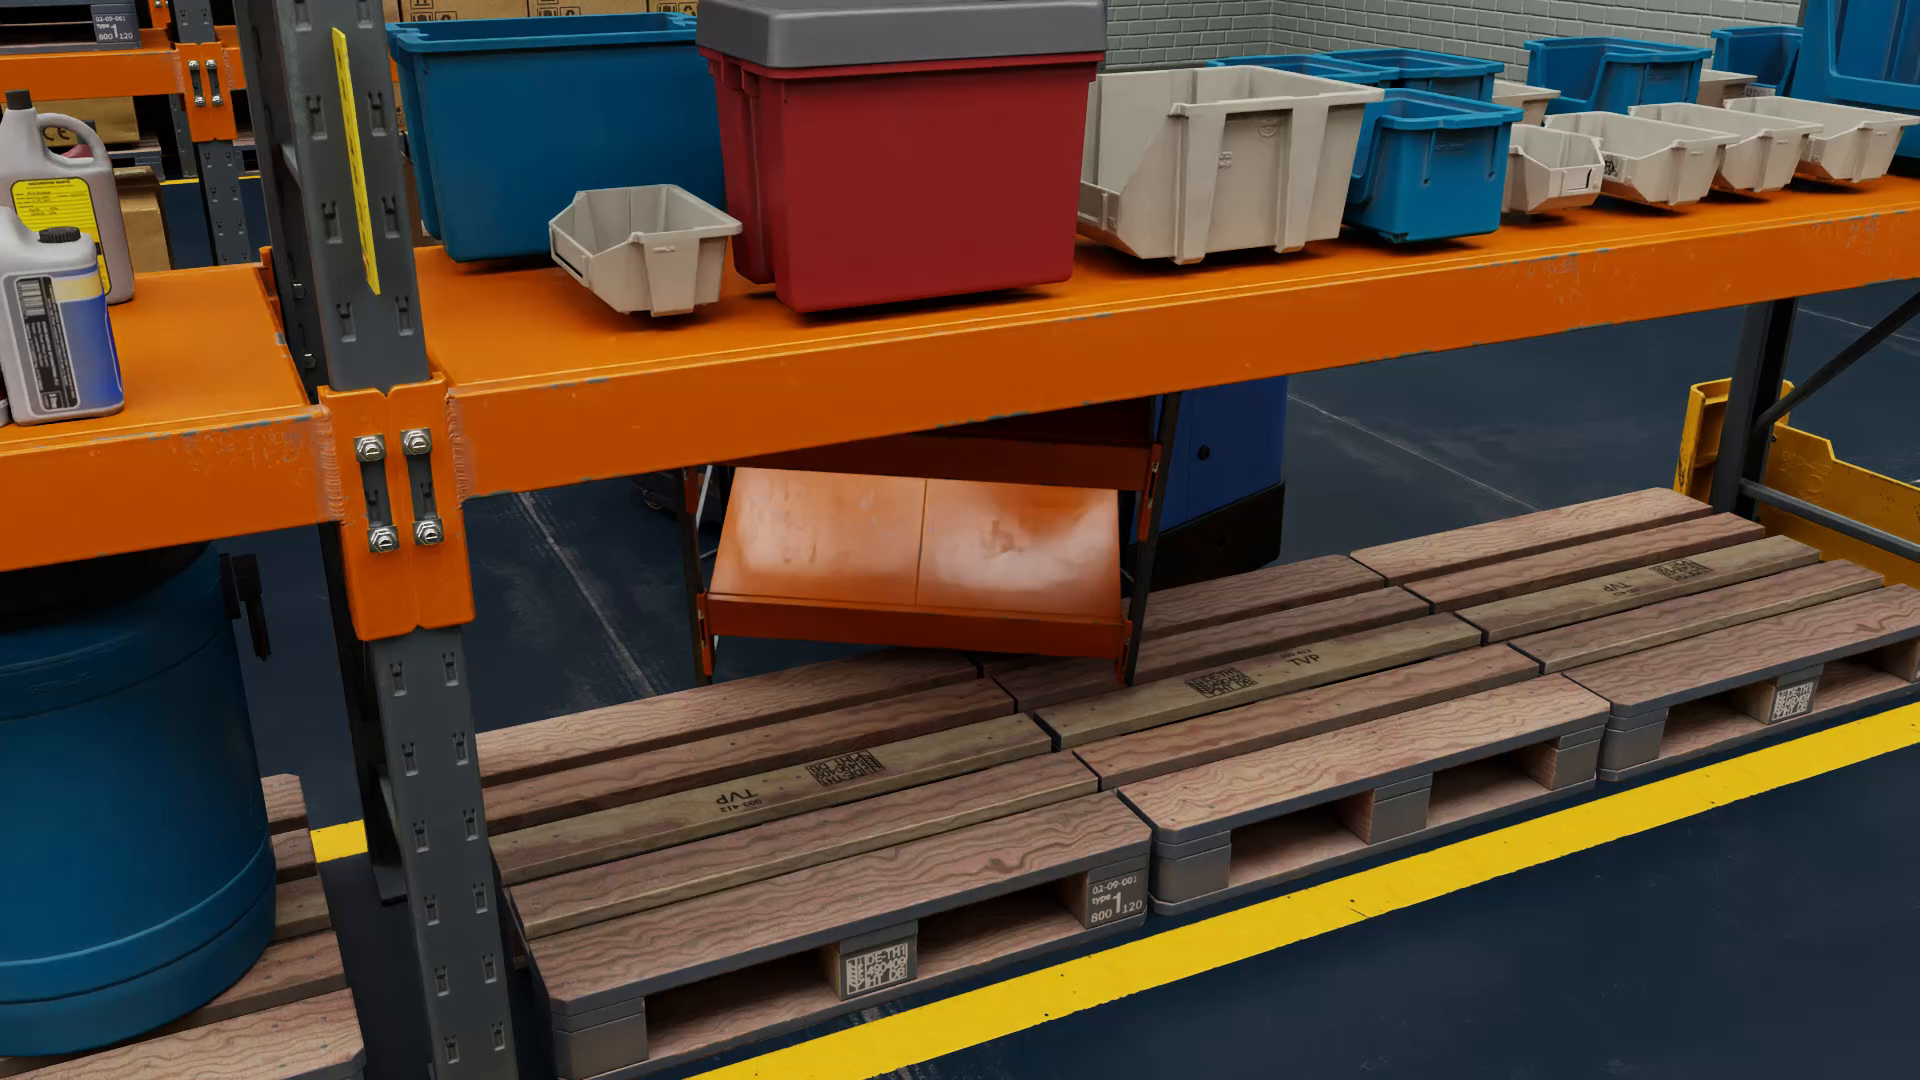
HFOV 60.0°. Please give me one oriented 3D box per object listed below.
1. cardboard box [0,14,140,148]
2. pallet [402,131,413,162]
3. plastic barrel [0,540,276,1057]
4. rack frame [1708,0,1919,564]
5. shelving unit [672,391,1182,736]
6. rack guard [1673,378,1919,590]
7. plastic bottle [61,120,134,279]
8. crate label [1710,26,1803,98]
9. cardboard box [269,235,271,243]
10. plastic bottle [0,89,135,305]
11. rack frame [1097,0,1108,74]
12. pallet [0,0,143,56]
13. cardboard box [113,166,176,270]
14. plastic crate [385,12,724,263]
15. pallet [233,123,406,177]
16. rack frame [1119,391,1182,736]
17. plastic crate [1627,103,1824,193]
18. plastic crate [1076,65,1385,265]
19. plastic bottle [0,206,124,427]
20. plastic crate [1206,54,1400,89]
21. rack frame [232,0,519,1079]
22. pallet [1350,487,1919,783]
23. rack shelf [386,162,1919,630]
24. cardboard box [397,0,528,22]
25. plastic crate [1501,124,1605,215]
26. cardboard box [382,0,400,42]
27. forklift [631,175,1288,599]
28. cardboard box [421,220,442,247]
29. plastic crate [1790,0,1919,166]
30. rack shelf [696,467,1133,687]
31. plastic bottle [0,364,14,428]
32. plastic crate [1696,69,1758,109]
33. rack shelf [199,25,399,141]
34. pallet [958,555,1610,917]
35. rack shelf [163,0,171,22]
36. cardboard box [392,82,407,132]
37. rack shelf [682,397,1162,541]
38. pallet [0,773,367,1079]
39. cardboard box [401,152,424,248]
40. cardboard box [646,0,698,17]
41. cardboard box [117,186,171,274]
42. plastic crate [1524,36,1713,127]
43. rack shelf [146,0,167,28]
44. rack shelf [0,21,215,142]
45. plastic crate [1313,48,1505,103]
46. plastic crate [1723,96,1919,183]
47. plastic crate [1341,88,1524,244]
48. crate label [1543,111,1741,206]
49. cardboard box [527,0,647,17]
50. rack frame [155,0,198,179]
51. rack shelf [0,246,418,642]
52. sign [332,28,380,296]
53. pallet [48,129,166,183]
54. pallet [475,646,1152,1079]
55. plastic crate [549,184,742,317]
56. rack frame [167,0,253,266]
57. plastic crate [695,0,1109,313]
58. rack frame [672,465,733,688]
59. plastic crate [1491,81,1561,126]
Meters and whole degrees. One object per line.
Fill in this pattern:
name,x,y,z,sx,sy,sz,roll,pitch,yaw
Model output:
cardboard box,-5.838,-3.008,10.857,0.750,0.750,0.750,-10,25,-23
pallet,-3.489,-2.975,12.160,1.213,0.211,1.003,-10,25,-24
plastic barrel,-1.510,0.314,2.764,0.708,0.901,0.600,-10,25,-24
rack frame,2.592,-1.209,4.250,0.127,3.000,1.000,-10,25,-24
shelving unit,-0.088,-0.098,3.900,1.048,1.125,0.538,3,45,0
rack guard,2.608,-0.063,4.748,0.348,0.500,1.175,-10,25,-24
plastic bottle,-1.528,-0.578,2.877,0.133,0.283,0.061,-10,25,-24
crate label,2.227,-1.232,4.445,0.303,0.233,0.416,-10,25,-24
cardboard box,-2.685,-1.210,7.190,0.500,0.311,0.500,-10,25,-24
plastic bottle,-1.506,-0.570,2.769,0.185,0.351,0.144,-10,25,-24
rack frame,0.447,-2.917,8.375,0.127,3.000,1.000,-10,25,-24
pallet,-3.925,-2.070,6.579,1.213,0.211,1.003,-10,25,-24
cardboard box,-3.699,-1.306,7.175,0.500,0.500,0.500,-12,25,-26
plastic crate,-0.740,-0.761,3.109,0.575,0.384,0.392,-10,25,-24
pallet,-4.590,-2.771,11.668,1.213,0.211,1.003,-10,25,-24
rack frame,0.420,-0.067,3.896,0.032,1.125,0.500,3,45,0
plastic crate,1.668,-0.874,3.707,0.243,0.136,0.396,-10,25,-24
plastic crate,0.444,-0.709,3.116,0.530,0.282,0.437,-10,25,-24
plastic bottle,-1.227,-0.312,2.243,0.135,0.276,0.152,-10,25,-24
plastic crate,0.770,-0.964,3.797,0.300,0.233,0.416,-10,25,-24
rack frame,-1.012,-0.546,2.647,0.127,3.000,1.000,-10,25,-24
pallet,1.832,0.203,4.485,1.213,0.211,1.003,-10,25,-24
rack shelf,0.790,-0.545,3.586,4.000,0.370,1.077,-10,25,-24
cardboard box,-2.120,-2.376,6.938,0.500,0.500,0.500,-10,24,-23
plastic crate,1.169,-0.764,3.441,0.250,0.136,0.298,-10,25,-24
cardboard box,-2.580,-2.290,6.730,0.500,0.500,0.500,-10,24,-22
forklift,-0.438,-1.524,5.099,1.130,2.935,3.031,-21,30,-41
cardboard box,-2.455,-1.415,7.898,0.250,0.149,0.380,-10,25,-24
plastic crate,2.371,-1.133,3.942,0.499,0.435,0.616,-10,25,-24
rack shelf,-0.097,0.076,4.071,1.000,0.278,0.538,3,45,0
plastic bottle,-1.320,-0.249,2.188,0.097,0.201,0.097,0,22,0
plastic crate,1.902,-1.163,4.404,0.298,0.136,0.250,-10,25,-24
rack shelf,-1.355,-2.253,7.711,4.000,0.370,1.077,-10,25,-24
pallet,0.734,0.403,4.000,1.213,0.211,1.003,-10,25,-24
rack shelf,-3.507,-3.959,11.834,4.000,0.370,1.077,-10,25,-24
cardboard box,-4.137,-3.170,11.705,0.500,0.500,0.700,-11,25,-24
rack shelf,-0.077,-0.306,3.694,1.000,0.278,0.538,3,45,0
pallet,-1.726,0.856,2.906,1.213,0.211,1.003,-10,25,-24
cardboard box,-2.767,-1.494,7.631,0.500,0.500,0.500,-10,25,-24
cardboard box,-1.210,-2.543,7.342,0.500,0.500,0.500,-11,25,-24
cardboard box,-3.478,-1.121,6.730,0.500,0.500,0.500,-11,25,-24
plastic crate,1.634,-1.123,4.182,0.300,0.233,0.416,-10,25,-24
rack shelf,-7.111,-3.296,10.231,4.000,0.370,1.077,-10,25,-24
rack shelf,-4.959,-1.589,6.108,4.000,0.370,1.077,-10,25,-24
plastic crate,1.040,-1.014,3.918,0.300,0.233,0.416,-10,25,-24
plastic crate,1.936,-0.918,3.811,0.243,0.136,0.396,-10,25,-24
plastic crate,0.853,-0.731,3.234,0.300,0.233,0.416,-10,25,-24
crate label,1.428,-0.820,3.575,0.243,0.136,0.396,-10,25,-24
cardboard box,-1.668,-2.459,7.137,0.500,0.500,0.500,-11,25,-24
rack frame,-5.309,-3.960,10.895,0.127,3.000,1.000,-10,25,-24
rack shelf,-2.814,0.118,1.983,4.000,0.370,1.077,-10,25,-24
sign,-0.775,-0.484,2.135,0.005,0.325,0.100,-10,25,-24
pallet,-5.972,-2.518,11.056,1.213,0.211,1.003,-10,25,-24
pallet,-0.367,0.607,3.507,1.213,0.211,1.003,-10,25,-24
plastic crate,-0.531,-0.480,2.753,0.243,0.136,0.396,-10,25,-24
rack frame,-3.157,-2.254,6.772,0.127,3.000,1.000,-10,25,-24
plastic crate,-0.099,-0.665,2.772,0.583,0.464,0.402,-10,25,-24
rack frame,-0.595,-0.128,3.903,0.032,1.125,0.500,3,45,0
plastic crate,1.291,-1.051,4.132,0.298,0.136,0.250,-10,25,-24
